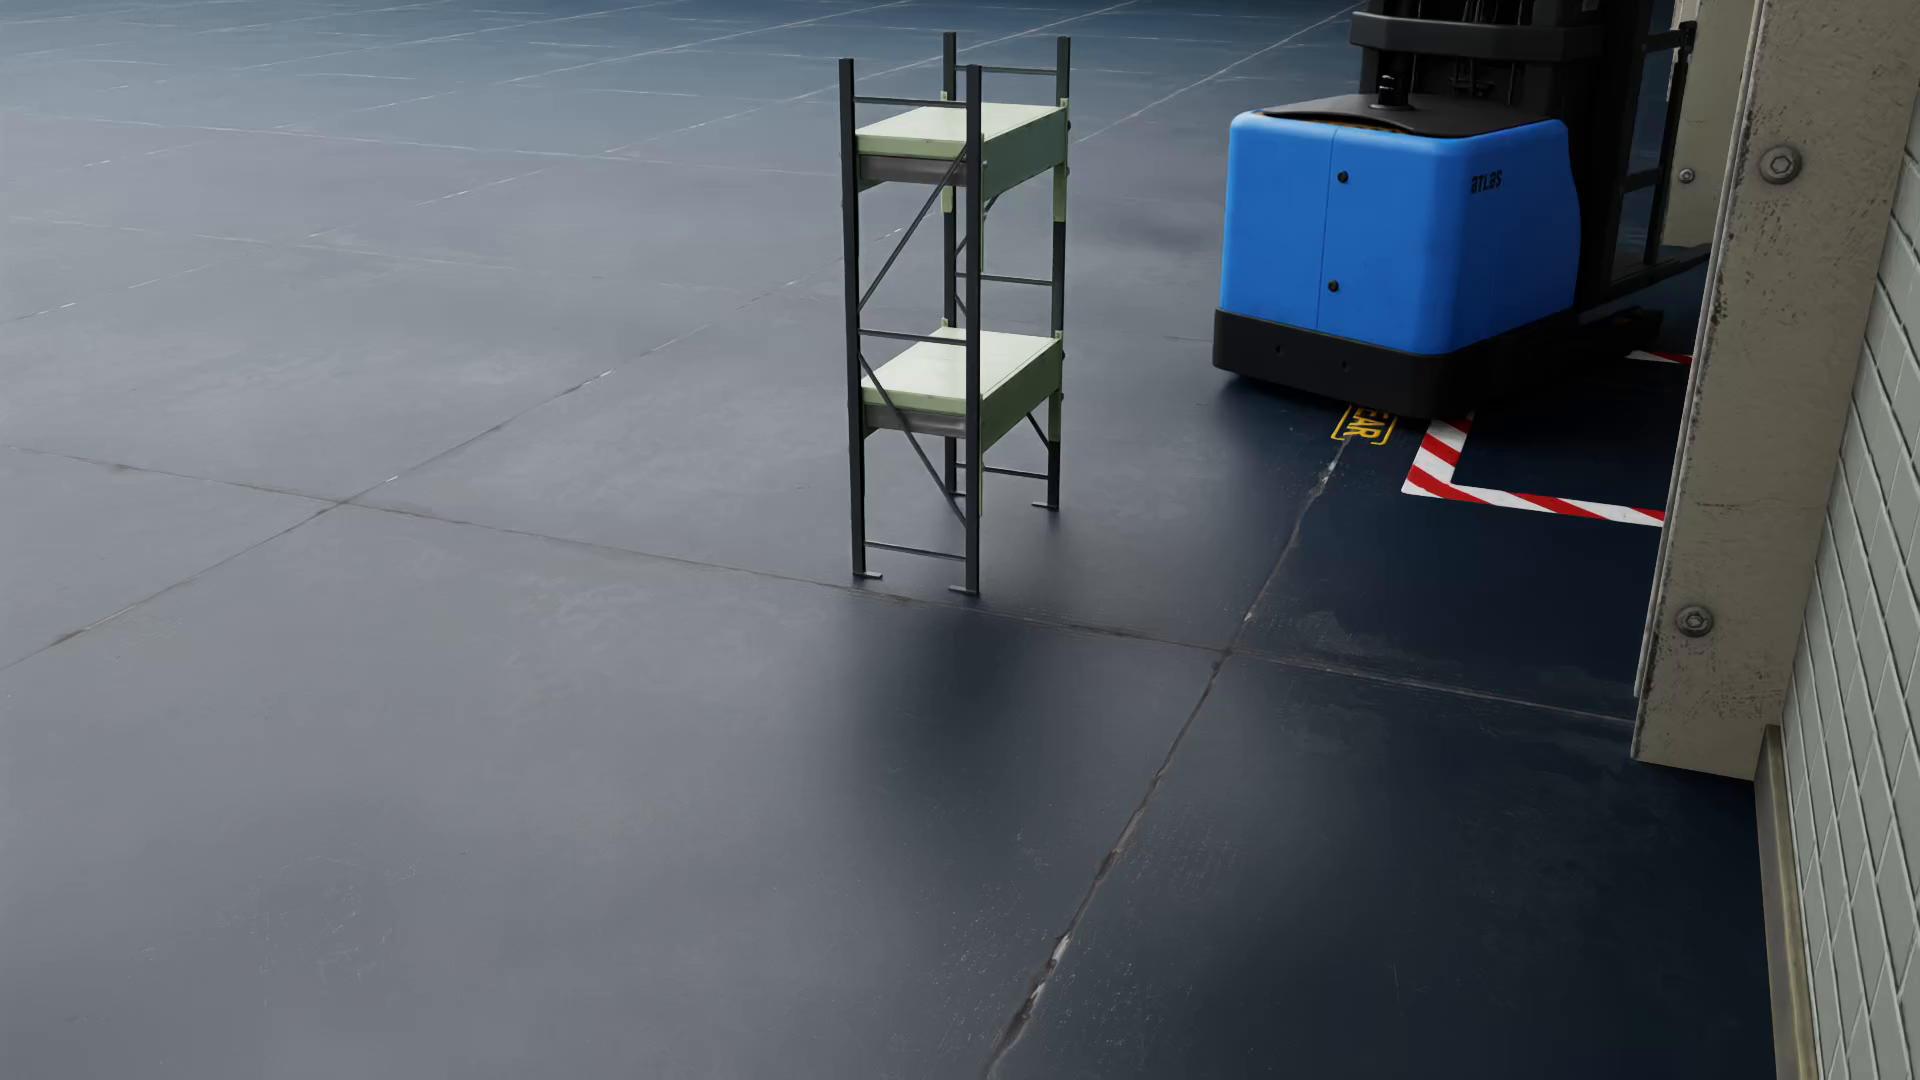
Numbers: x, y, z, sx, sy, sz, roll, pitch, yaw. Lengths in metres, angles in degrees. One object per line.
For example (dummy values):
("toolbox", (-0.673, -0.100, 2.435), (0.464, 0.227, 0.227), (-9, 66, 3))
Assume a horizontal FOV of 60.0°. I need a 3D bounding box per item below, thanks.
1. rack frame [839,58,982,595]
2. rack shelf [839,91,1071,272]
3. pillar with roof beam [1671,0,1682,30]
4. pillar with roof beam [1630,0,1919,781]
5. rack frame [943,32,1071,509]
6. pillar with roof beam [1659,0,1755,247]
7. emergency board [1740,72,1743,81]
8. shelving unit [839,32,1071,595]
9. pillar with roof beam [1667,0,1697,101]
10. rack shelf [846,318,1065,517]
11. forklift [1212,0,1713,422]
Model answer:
("rack frame", (-0.133, -0.563, 4.653), (0.400, 1.500, 0.023), (9, 24, 20))
("rack shelf", (0.002, -1.055, 4.816), (0.431, 0.370, 0.720), (9, 24, 20))
("pillar with roof beam", (4.516, -10.733, 19.271), (9.100, 9.000, 0.400), (9, 24, 20))
("pillar with roof beam", (-2.170, -4.292, 3.850), (9.100, 9.000, 0.400), (9, 24, 20))
("rack frame", (0.138, -0.825, 5.280), (0.400, 1.500, 0.023), (9, 24, 20))
("pillar with roof beam", (0.059, -6.439, 8.990), (9.100, 9.000, 0.400), (9, 24, 20))
("emergency board", (2.780, -1.786, 5.635), (0.194, 1.169, 0.643), (9, 24, 20))
("shelving unit", (0.002, -0.694, 4.967), (0.431, 1.500, 0.755), (9, 24, 20))
("pillar with roof beam", (2.287, -8.586, 14.131), (9.100, 9.000, 0.400), (9, 24, 20))
("rack shelf", (0.002, -0.394, 5.092), (0.431, 0.370, 0.720), (9, 24, 20))
("forklift", (2.429, -2.268, 6.876), (3.031, 2.935, 1.130), (-21, 30, -40))
